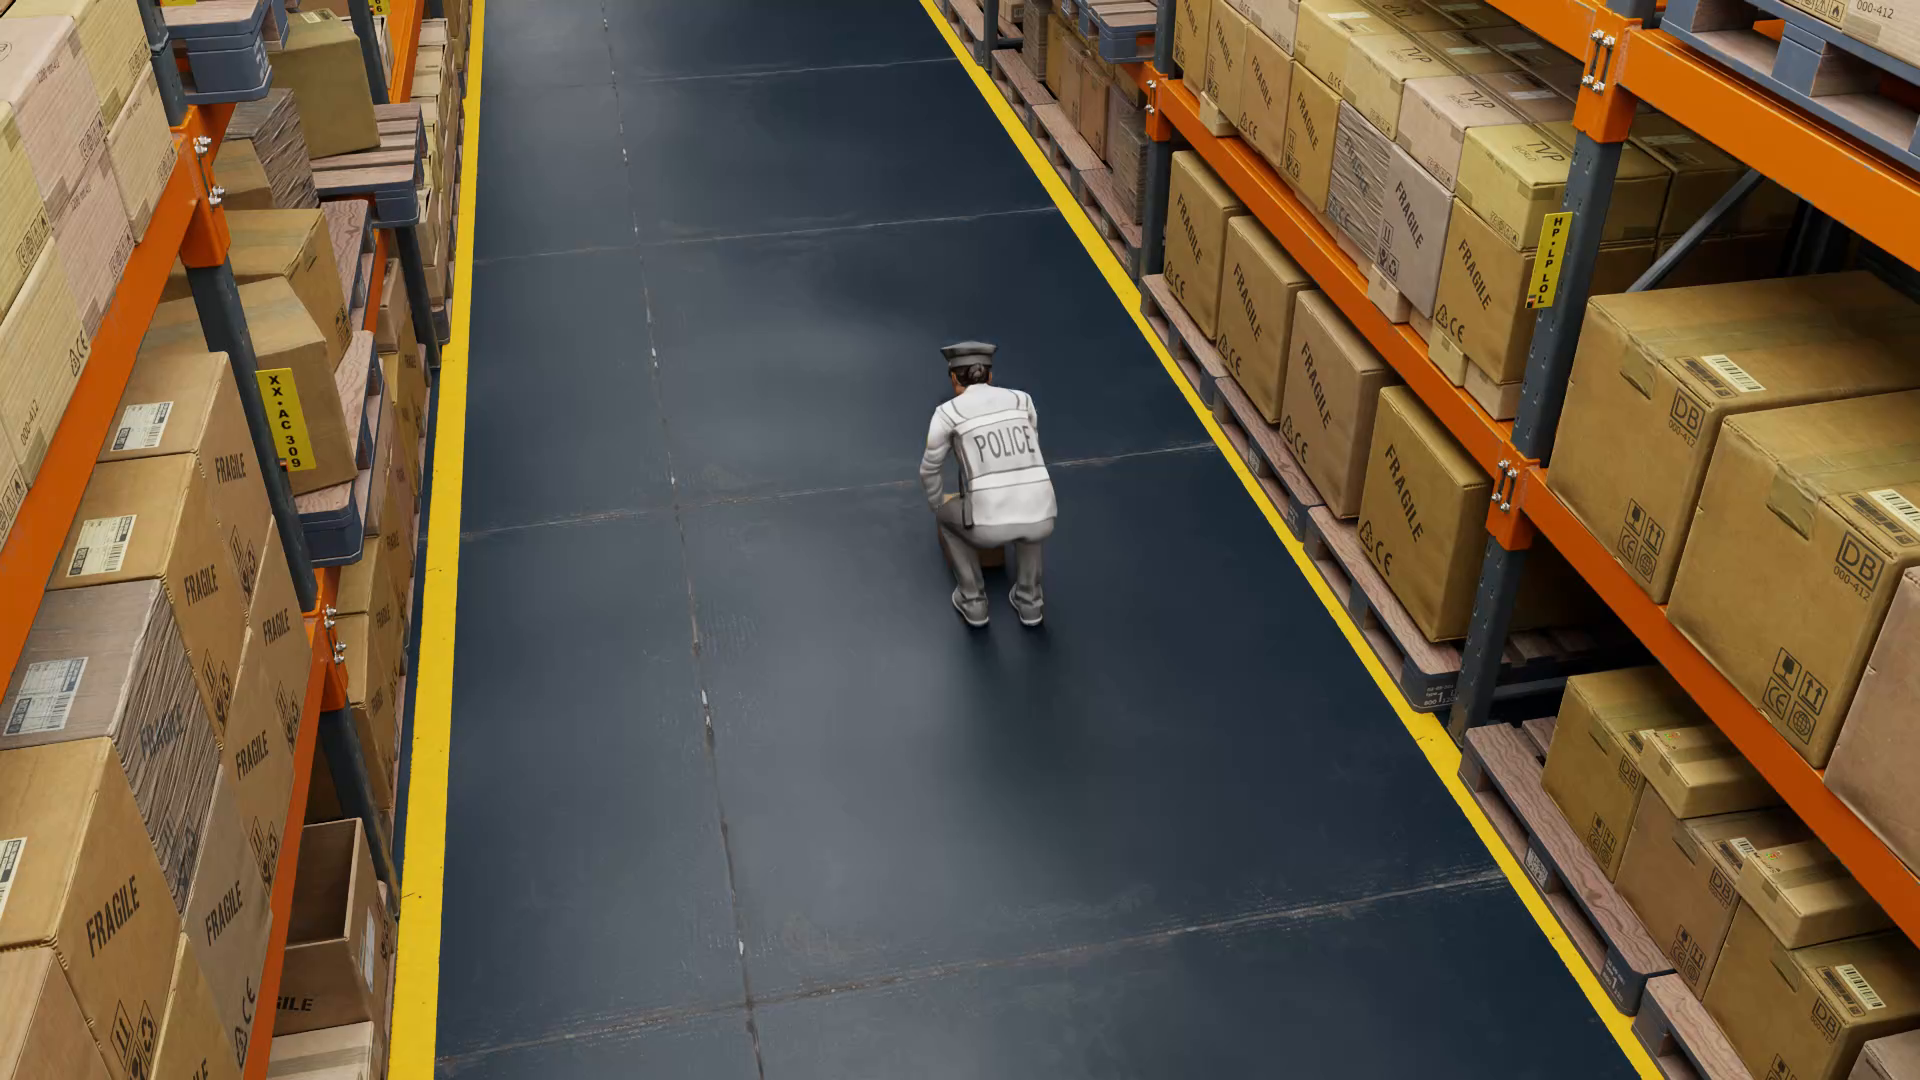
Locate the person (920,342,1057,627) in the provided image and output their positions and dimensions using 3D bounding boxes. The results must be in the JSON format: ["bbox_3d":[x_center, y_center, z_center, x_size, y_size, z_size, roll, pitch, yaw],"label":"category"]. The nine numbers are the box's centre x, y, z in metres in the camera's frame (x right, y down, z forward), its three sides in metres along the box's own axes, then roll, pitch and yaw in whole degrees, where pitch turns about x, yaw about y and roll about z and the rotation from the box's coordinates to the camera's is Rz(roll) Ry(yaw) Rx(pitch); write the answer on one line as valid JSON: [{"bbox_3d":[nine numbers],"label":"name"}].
[{"bbox_3d":[0.109,-0.206,6.898,0.518,1.154,0.804,-7,35,-10],"label":"person"}]
